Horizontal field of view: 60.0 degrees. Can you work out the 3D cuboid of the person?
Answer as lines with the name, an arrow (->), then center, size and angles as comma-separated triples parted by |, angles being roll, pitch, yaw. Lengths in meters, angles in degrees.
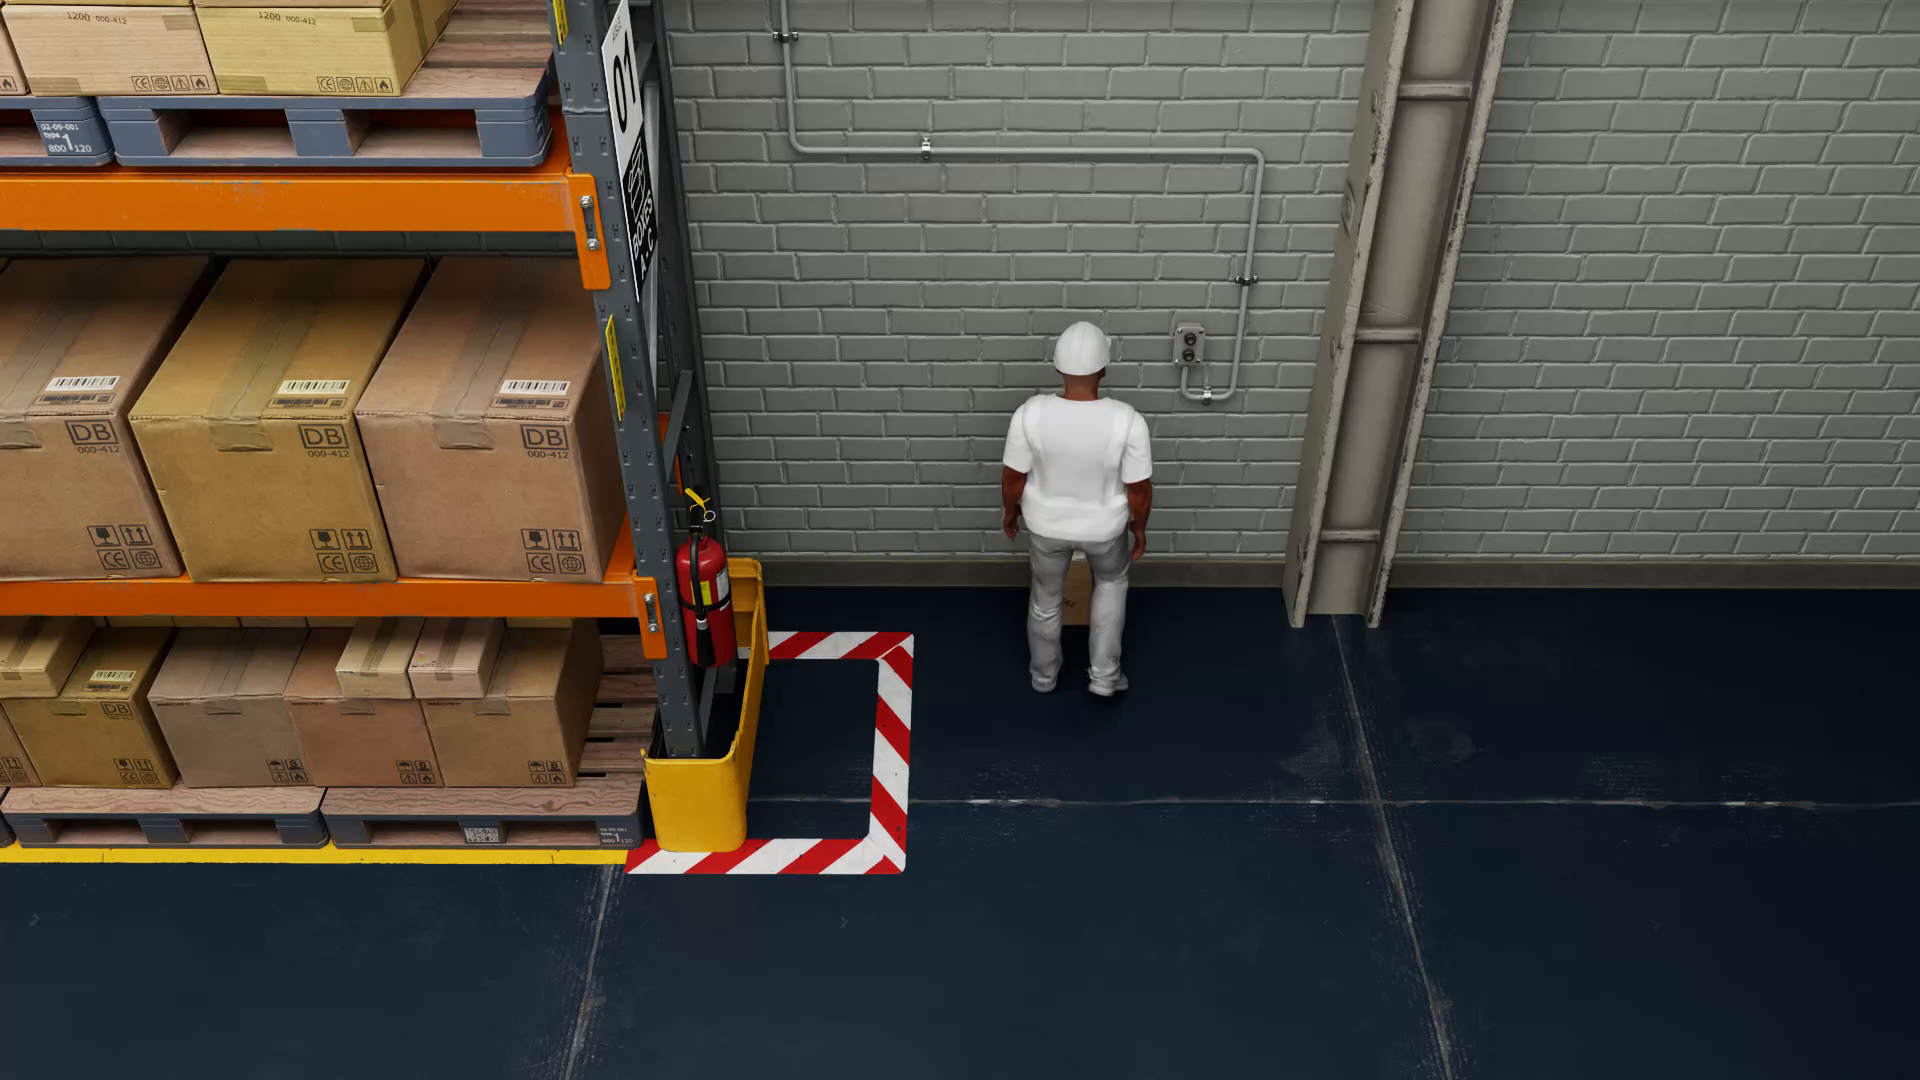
person -> 0.456, -0.080, 6.582 | 0.582, 1.799, 0.397 | 5, 40, 5
